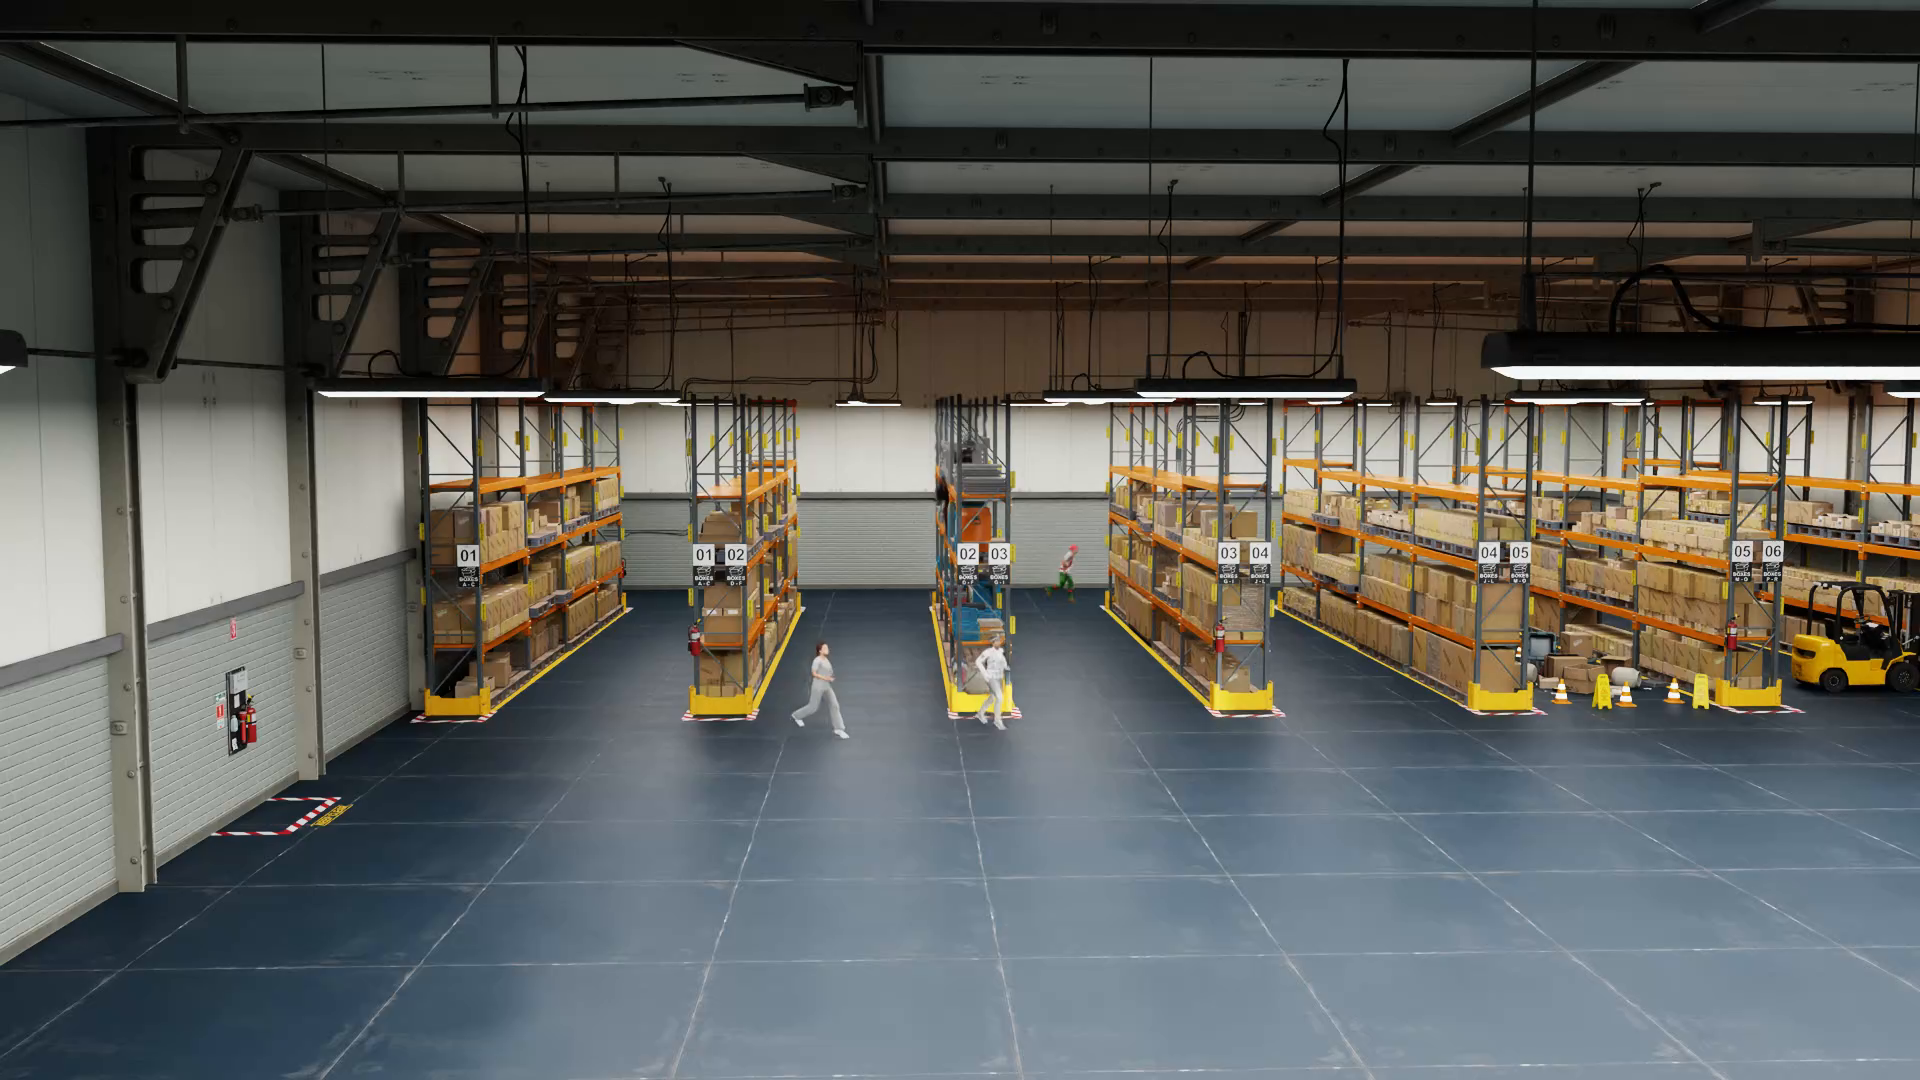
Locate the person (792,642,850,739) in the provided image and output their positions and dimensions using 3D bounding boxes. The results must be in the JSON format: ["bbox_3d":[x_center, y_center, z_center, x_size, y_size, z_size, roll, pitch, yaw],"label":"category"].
[{"bbox_3d":[-2.458,2.613,29.067,1.126,1.674,0.535,3,5,30],"label":"person"}]

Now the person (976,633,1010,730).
[{"bbox_3d":[0.583,2.532,29.923,0.753,1.747,0.599,4,6,40],"label":"person"}]

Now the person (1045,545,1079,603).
[{"bbox_3d":[3.042,0.997,49.442,1.017,1.728,0.677,1,5,8],"label":"person"}]
